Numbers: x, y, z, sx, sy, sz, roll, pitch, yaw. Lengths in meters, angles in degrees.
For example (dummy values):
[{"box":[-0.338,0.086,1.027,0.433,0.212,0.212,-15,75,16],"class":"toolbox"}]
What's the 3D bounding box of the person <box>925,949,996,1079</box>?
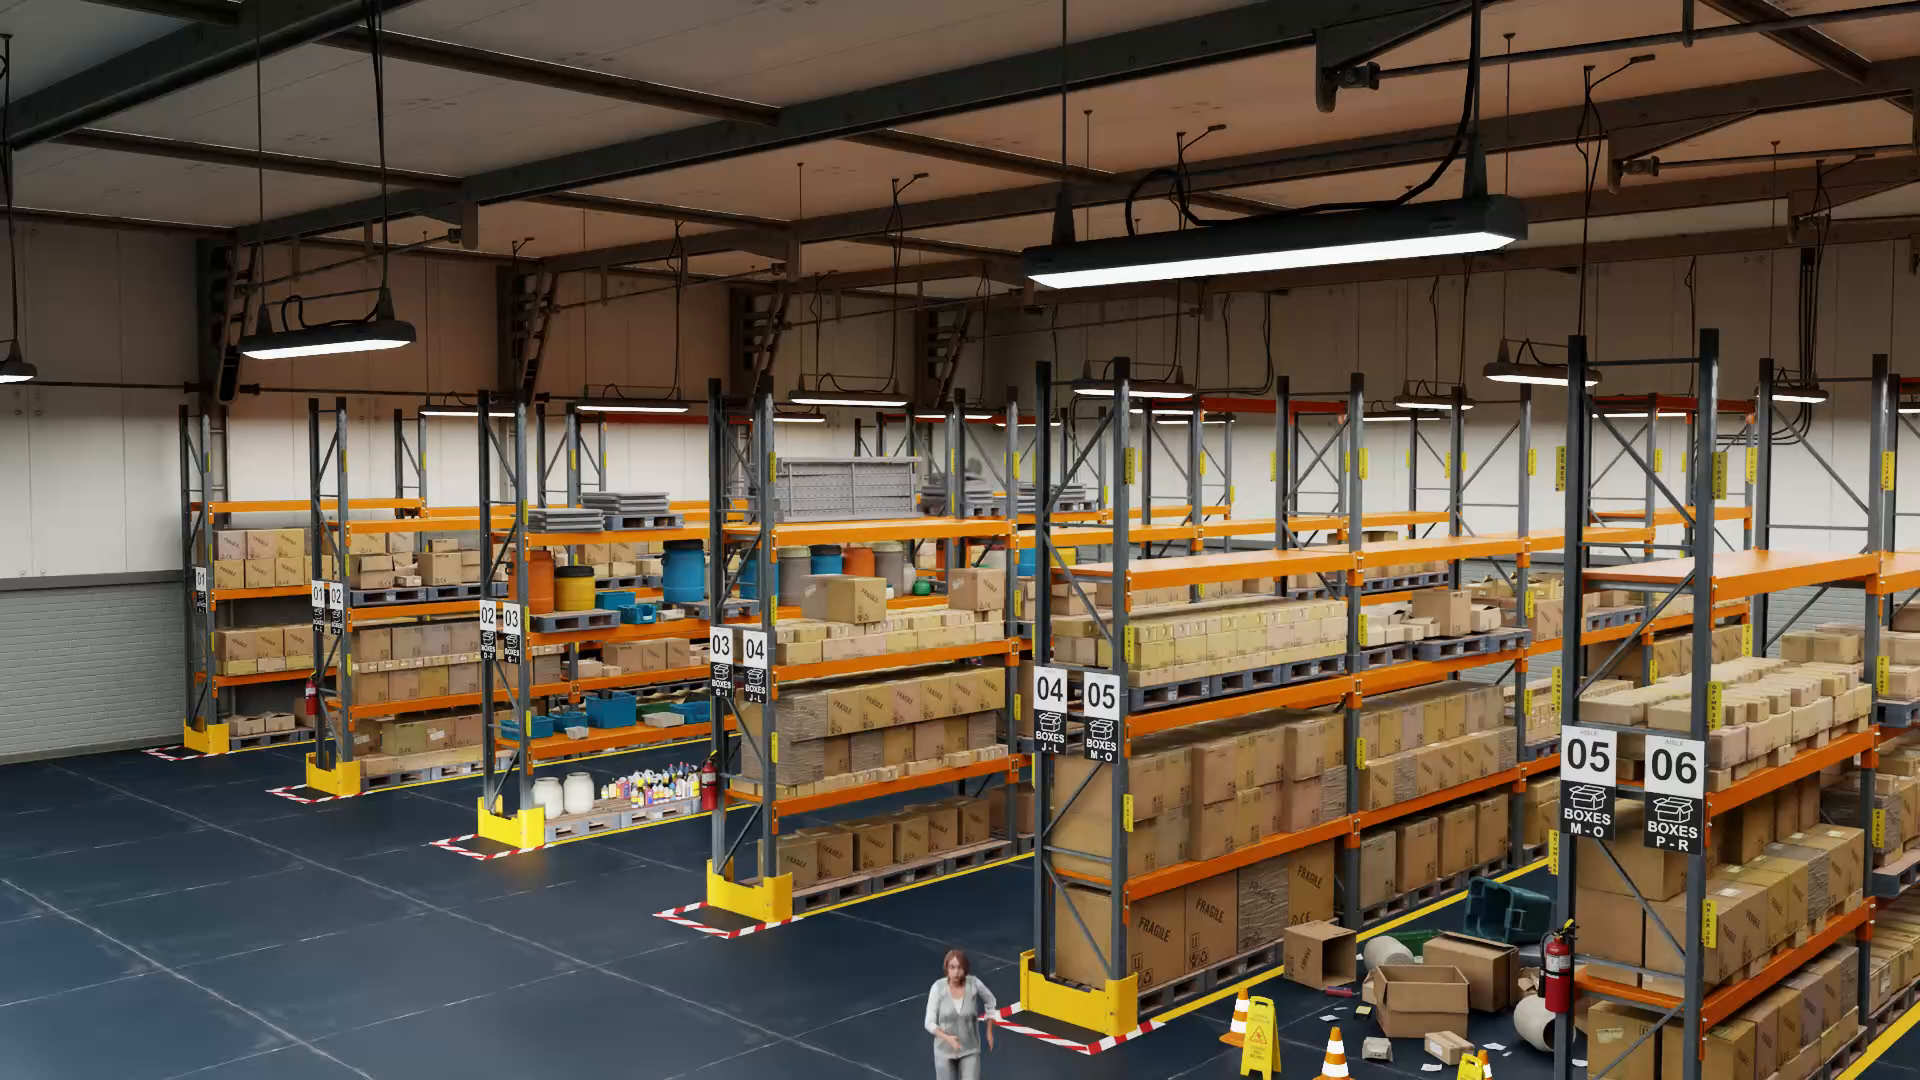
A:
[{"box":[0.003,3.742,12.077,0.516,1.565,0.603,0,3,1],"class":"person"}]
